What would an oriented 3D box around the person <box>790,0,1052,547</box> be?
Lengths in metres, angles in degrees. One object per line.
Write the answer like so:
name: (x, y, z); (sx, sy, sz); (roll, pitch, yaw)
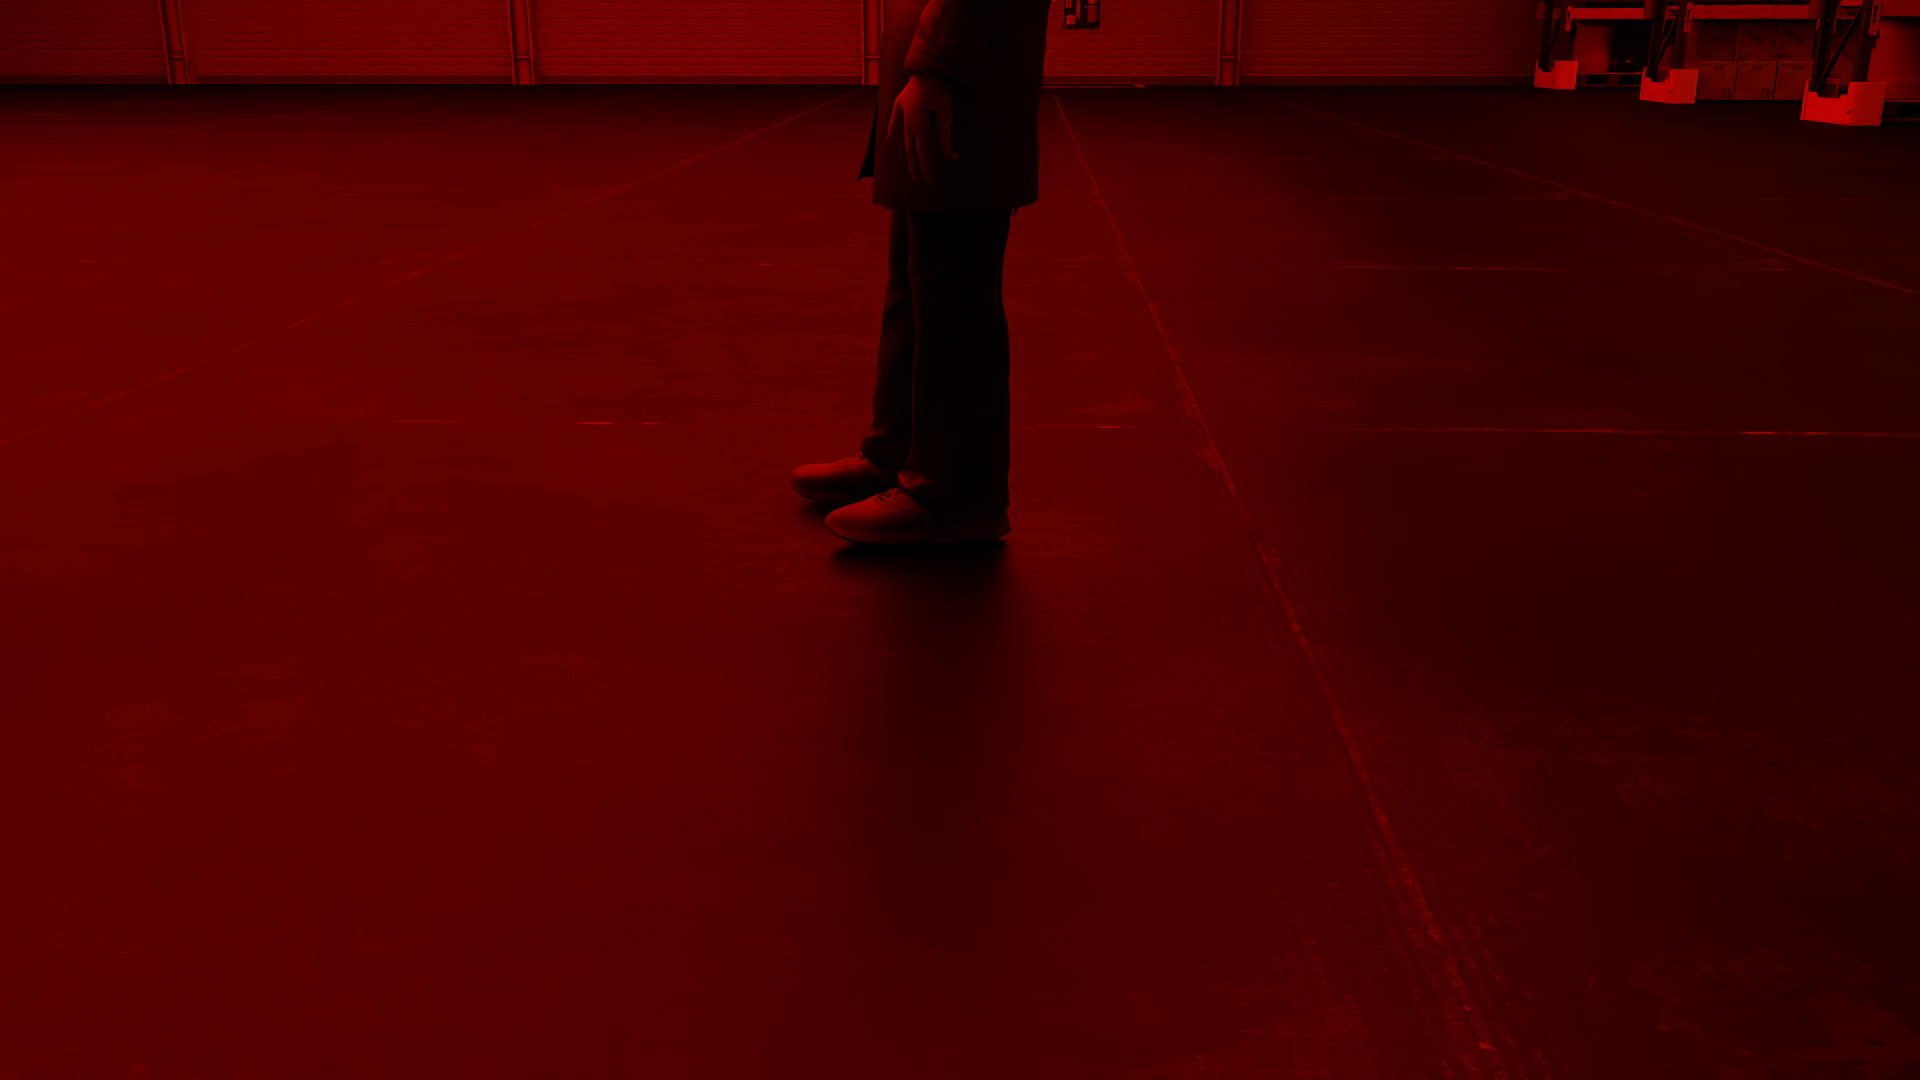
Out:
person: (-0.090, -0.858, 3.114); (0.582, 1.775, 0.696); (1, 17, 2)
